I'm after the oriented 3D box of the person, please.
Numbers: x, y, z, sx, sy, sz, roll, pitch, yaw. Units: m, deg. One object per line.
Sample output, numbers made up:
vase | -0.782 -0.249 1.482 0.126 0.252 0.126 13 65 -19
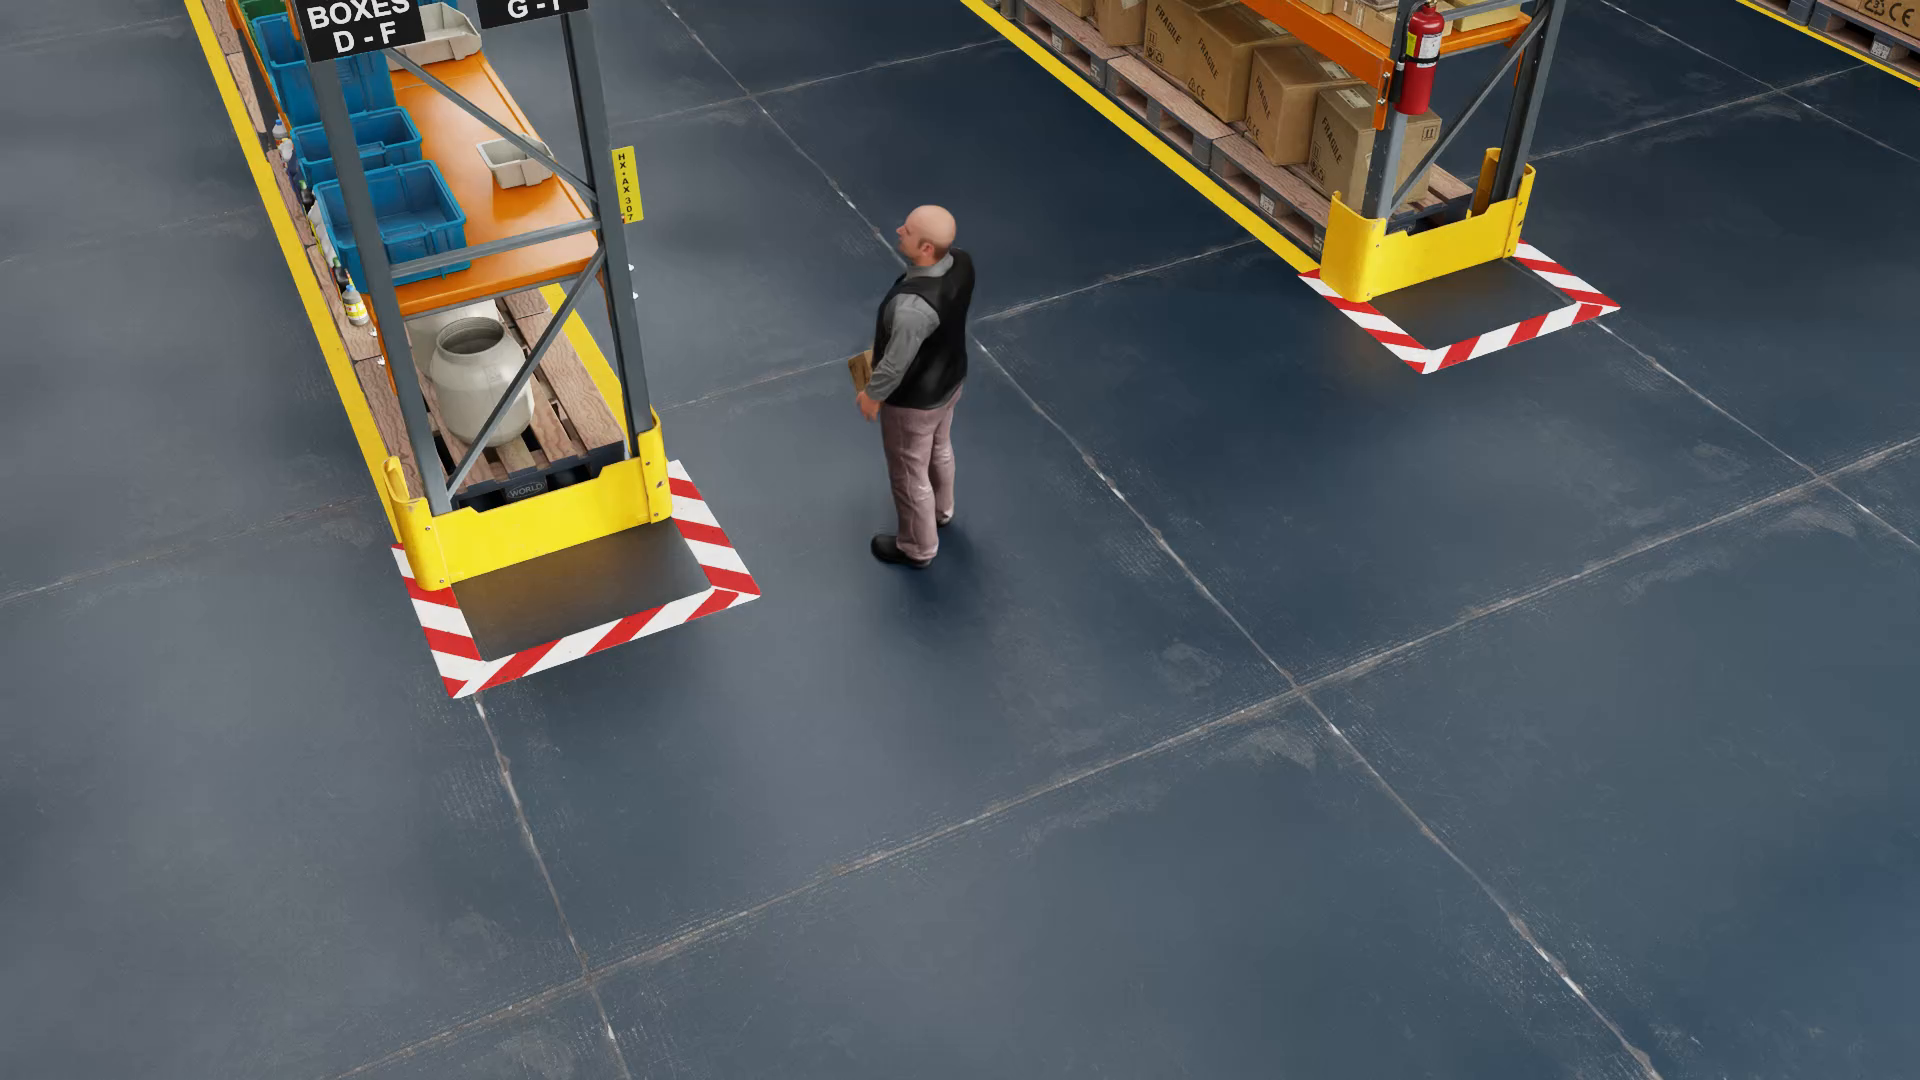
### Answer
person | -0.193 -0.649 6.904 0.458 1.726 0.600 16 44 18
